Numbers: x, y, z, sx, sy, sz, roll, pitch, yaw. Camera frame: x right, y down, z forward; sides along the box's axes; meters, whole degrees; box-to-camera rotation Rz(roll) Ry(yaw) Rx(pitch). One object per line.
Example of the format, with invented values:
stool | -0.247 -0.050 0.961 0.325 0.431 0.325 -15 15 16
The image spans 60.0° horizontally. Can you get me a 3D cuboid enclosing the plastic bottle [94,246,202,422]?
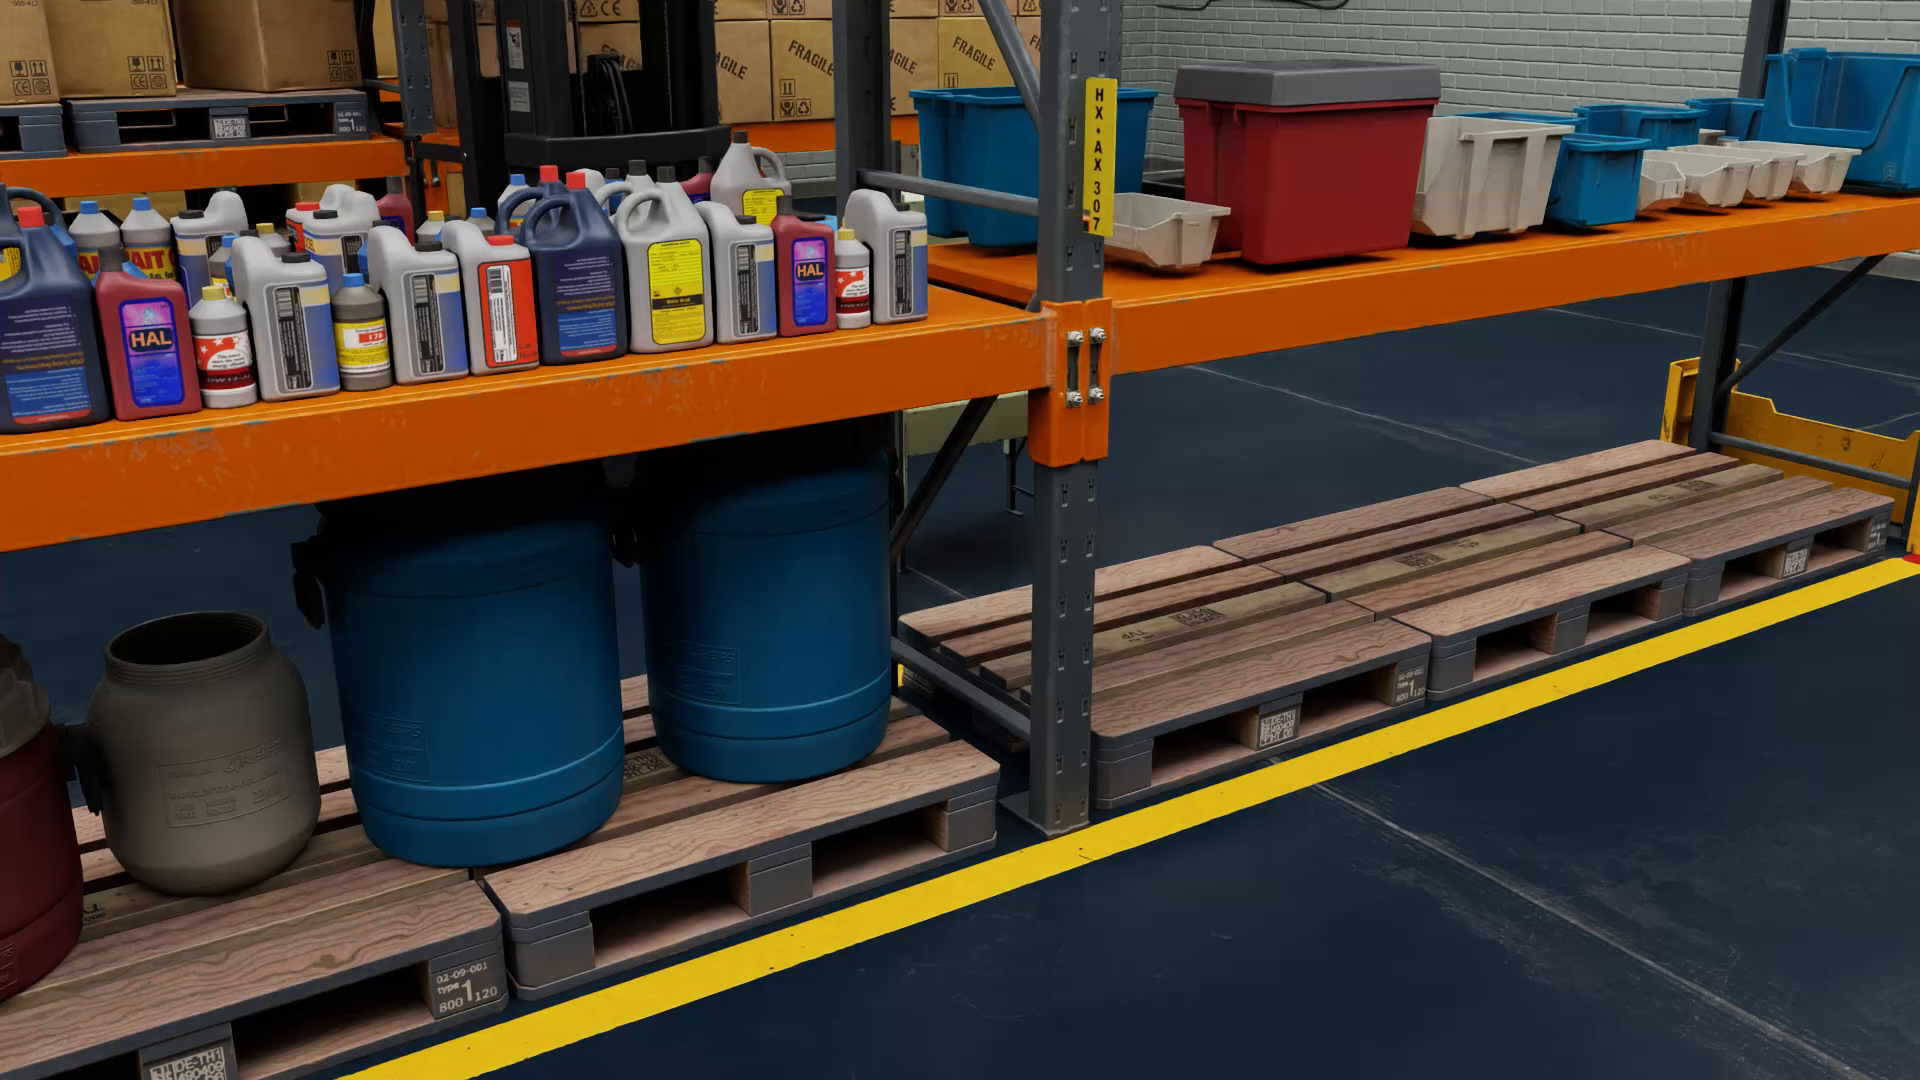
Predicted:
plastic bottle | -1.356 -0.348 2.771 0.133 0.283 0.061 -12 22 -31

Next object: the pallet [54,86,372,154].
pallet | -3.453 -1.952 7.636 1.213 0.211 1.003 -12 22 -31

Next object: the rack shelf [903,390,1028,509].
rack shelf | -0.006 -0.400 6.106 0.720 0.370 0.431 -12 22 -31

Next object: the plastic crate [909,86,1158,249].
plastic crate | 0.198 -1.024 4.521 0.575 0.384 0.392 -12 22 -31

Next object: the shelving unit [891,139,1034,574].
shelving unit | -0.006 -0.709 6.001 0.755 1.500 0.431 -12 22 -31

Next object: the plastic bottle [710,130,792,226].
plastic bottle | -0.511 -0.824 4.074 0.185 0.351 0.144 -12 22 -31

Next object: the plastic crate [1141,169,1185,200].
plastic crate | 0.783 -0.997 4.845 0.590 0.125 0.437 -12 22 -31

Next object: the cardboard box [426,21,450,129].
cardboard box | -2.449 -2.359 8.383 0.500 0.500 0.500 -11 22 -31

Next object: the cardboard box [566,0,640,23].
cardboard box | -1.747 -2.775 8.051 0.500 0.500 0.500 -13 22 -33

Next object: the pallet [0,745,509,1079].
pallet | -1.692 0.833 3.453 1.213 0.211 1.003 -12 22 -31

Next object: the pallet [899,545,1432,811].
pallet | 0.588 0.352 4.875 1.213 0.211 1.003 -12 22 -31

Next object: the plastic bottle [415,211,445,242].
plastic bottle | -1.181 -0.644 3.776 0.097 0.201 0.097 0 19 0

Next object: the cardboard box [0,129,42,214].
cardboard box | -6.665 -2.353 11.223 0.750 0.750 0.750 -11 22 -30

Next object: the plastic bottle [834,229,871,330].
plastic bottle | -0.238 -0.552 3.503 0.097 0.201 0.097 0 19 0

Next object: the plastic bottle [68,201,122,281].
plastic bottle | -1.761 -0.555 3.403 0.097 0.271 0.097 0 19 0

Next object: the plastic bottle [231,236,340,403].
plastic bottle | -1.188 -0.397 2.929 0.135 0.276 0.152 -12 22 -31

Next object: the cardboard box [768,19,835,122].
cardboard box | -0.881 -2.488 8.764 0.500 0.500 0.500 -12 22 -32

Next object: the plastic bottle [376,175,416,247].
plastic bottle | -1.287 -0.667 3.717 0.133 0.283 0.061 -12 22 -31

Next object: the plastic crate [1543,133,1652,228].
plastic crate | 1.762 -1.053 4.843 0.300 0.233 0.416 -12 22 -31

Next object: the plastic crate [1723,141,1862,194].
plastic crate | 2.755 -1.245 5.563 0.243 0.136 0.396 -12 22 -31

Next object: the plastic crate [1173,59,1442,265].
plastic crate | 0.879 -0.978 4.261 0.583 0.464 0.402 -12 22 -31

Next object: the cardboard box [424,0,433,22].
cardboard box | -2.446 -2.834 8.228 0.500 0.500 0.500 -12 22 -31

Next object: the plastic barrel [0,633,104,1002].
plastic barrel | -2.003 0.529 3.106 0.708 0.588 0.600 -12 22 -31

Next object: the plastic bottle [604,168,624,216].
plastic bottle | -0.824 -0.752 3.987 0.097 0.271 0.097 0 19 0

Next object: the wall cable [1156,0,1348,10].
wall cable | 2.808 -6.456 16.137 0.112 2.526 3.097 -12 22 -31

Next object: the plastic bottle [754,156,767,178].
plastic bottle | -0.545 -0.824 4.180 0.133 0.283 0.061 -12 22 -31

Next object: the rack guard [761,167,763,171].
rack guard | -2.092 -3.004 14.350 0.348 0.500 1.175 -12 22 -31

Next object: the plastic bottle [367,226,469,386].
plastic bottle | -0.995 -0.438 3.050 0.135 0.276 0.152 -12 22 -31

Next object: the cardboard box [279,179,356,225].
cardboard box | -4.772 -2.598 12.494 0.500 0.500 0.700 -12 22 -31

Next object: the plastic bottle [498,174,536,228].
plastic bottle | -1.018 -0.711 3.866 0.097 0.271 0.097 0 19 0

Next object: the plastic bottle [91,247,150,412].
plastic bottle | -1.415 -0.360 2.827 0.097 0.271 0.097 0 19 0

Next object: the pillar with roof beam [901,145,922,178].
pillar with roof beam | 2.034 -6.581 11.661 0.400 9.000 9.100 -12 22 -31

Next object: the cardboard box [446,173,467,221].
cardboard box | -3.921 -2.776 13.019 0.500 0.500 0.700 -11 22 -30

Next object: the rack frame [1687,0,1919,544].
rack frame | 3.336 -1.534 6.099 0.127 3.000 1.000 -12 22 -31

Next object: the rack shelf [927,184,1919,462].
rack shelf | 1.666 -0.841 5.172 4.000 0.370 1.077 -12 22 -31

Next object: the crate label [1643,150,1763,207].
crate label | 2.286 -1.143 5.259 0.243 0.136 0.396 -12 22 -31

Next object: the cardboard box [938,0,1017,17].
cardboard box | -0.027 -3.139 9.130 0.500 0.500 0.500 -11 22 -30

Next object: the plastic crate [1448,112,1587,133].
plastic crate | 1.849 -1.296 5.562 0.300 0.233 0.416 -12 22 -31

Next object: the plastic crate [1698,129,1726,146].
plastic crate | 2.635 -1.448 6.161 0.298 0.136 0.250 -12 22 -31

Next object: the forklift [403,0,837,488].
forklift | -1.823 -1.897 7.281 3.031 2.935 1.130 17 25 41

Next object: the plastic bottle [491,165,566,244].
plastic bottle | -0.826 -0.563 3.302 0.185 0.351 0.144 -12 22 -31

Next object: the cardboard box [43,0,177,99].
cardboard box | -3.784 -2.240 7.374 0.500 0.500 0.700 -8 20 -23

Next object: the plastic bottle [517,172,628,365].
plastic bottle | -0.747 -0.524 3.188 0.185 0.351 0.144 -12 22 -31

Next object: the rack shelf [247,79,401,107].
rack shelf | -3.783 -3.491 13.010 4.000 0.370 1.077 -12 22 -31

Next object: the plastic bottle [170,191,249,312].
plastic bottle | -1.568 -0.587 3.491 0.135 0.276 0.152 -12 22 -31

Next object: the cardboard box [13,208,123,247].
cardboard box | -4.099 -1.338 7.565 0.500 0.250 0.500 -12 22 -31

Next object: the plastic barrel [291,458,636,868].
plastic barrel | -1.060 0.182 3.644 0.708 0.901 0.600 -12 22 -31

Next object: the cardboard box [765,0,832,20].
cardboard box | -0.886 -2.956 8.589 0.500 0.500 0.500 -11 22 -30

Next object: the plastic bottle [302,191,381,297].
plastic bottle | -1.290 -0.587 3.492 0.135 0.276 0.152 -12 22 -31

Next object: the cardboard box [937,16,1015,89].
cardboard box | -0.041 -2.663 9.282 0.500 0.500 0.500 -12 22 -31

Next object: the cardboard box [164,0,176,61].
cardboard box | -5.700 -3.528 11.346 0.500 0.500 0.500 -12 22 -32

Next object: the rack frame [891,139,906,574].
rack frame | -0.311 -0.645 5.810 0.023 1.500 0.400 -12 22 -31

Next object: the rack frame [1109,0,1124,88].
rack frame | 0.615 -2.860 10.020 0.127 3.000 1.000 -12 22 -31

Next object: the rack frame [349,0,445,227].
rack frame | -2.726 -2.155 7.936 0.127 3.000 1.000 -12 22 -31

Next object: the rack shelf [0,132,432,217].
rack shelf | -4.396 -1.462 7.009 4.000 0.370 1.077 -12 22 -31

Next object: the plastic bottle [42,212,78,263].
plastic bottle | -1.763 -0.499 3.238 0.097 0.271 0.097 0 19 0

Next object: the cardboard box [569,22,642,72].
cardboard box | -1.724 -2.310 8.239 0.500 0.500 0.500 -11 22 -30

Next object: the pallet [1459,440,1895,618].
pallet | 2.626 -0.078 6.146 1.213 0.211 1.003 -12 22 -31

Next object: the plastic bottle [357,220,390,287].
plastic bottle | -1.079 -0.466 3.140 0.097 0.271 0.097 0 19 0

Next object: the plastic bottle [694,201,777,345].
plastic bottle | -0.461 -0.550 3.383 0.135 0.276 0.152 -12 22 -31
